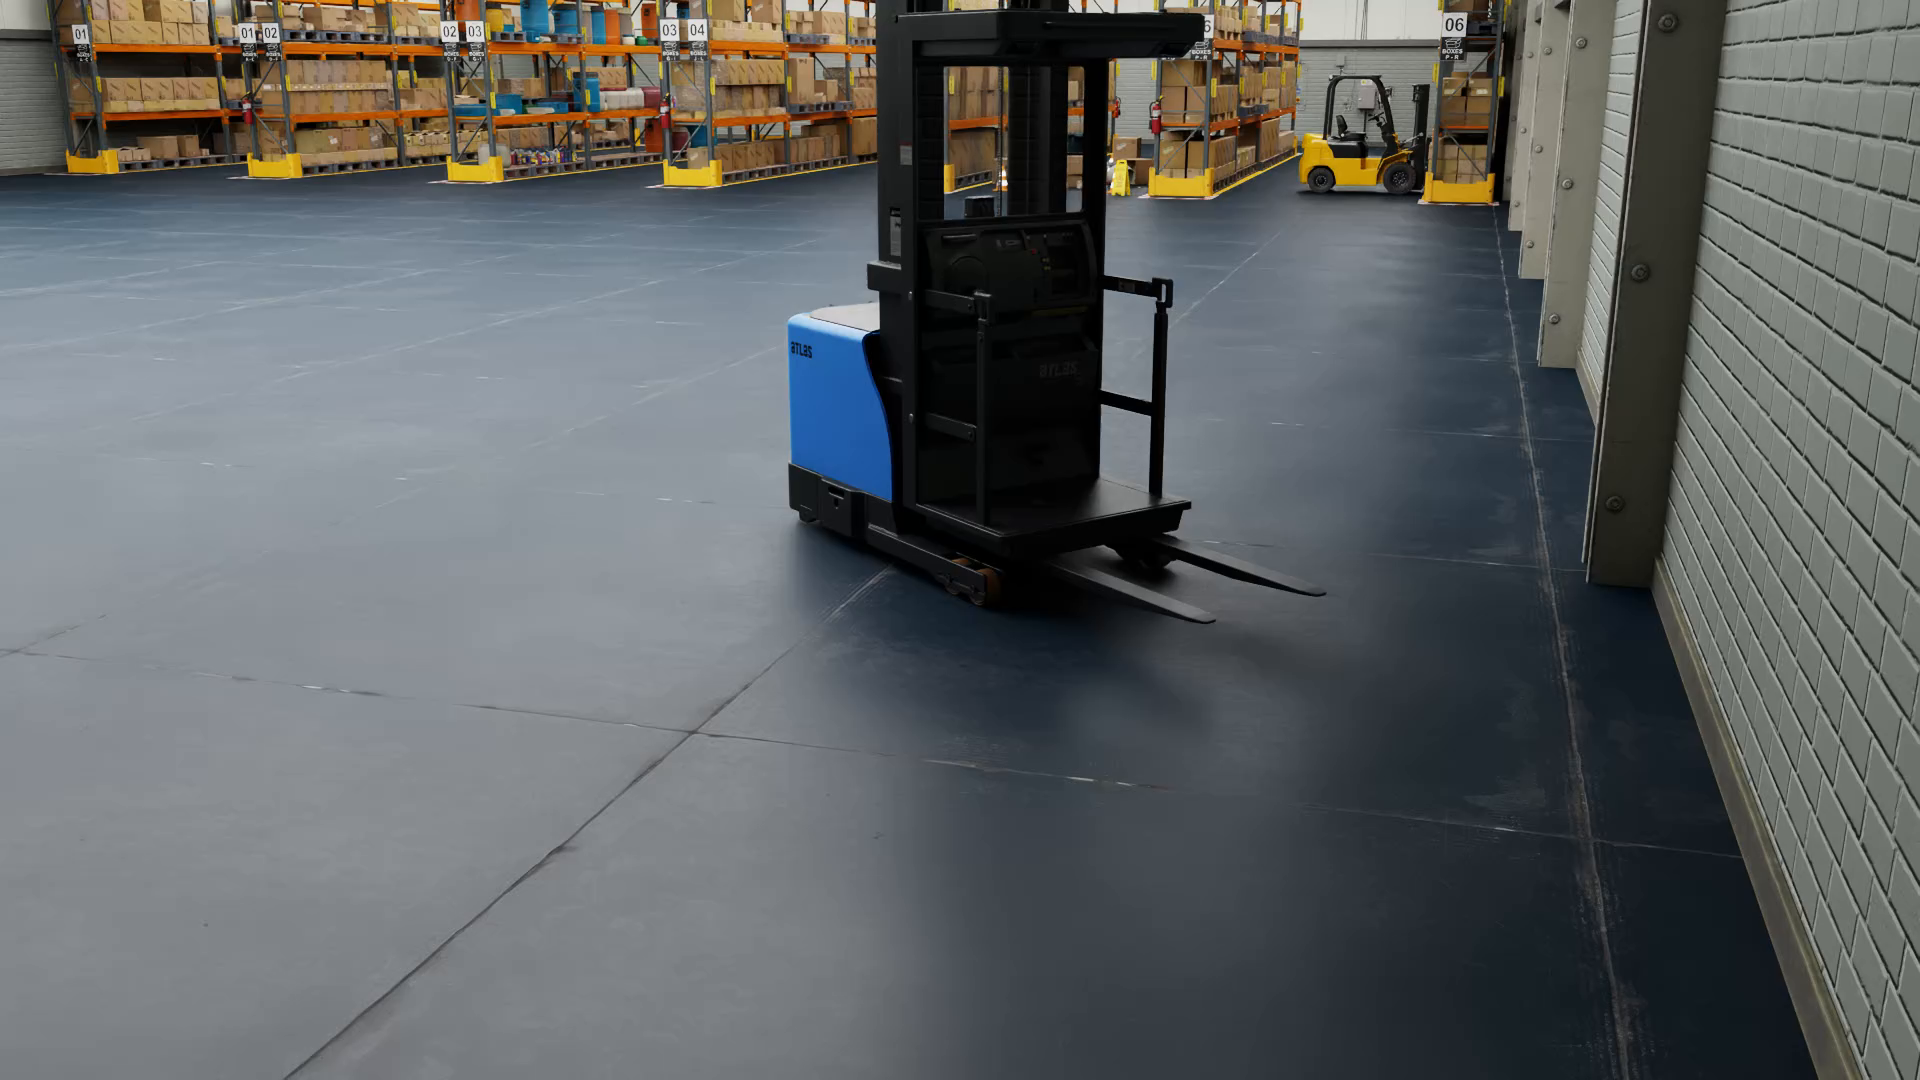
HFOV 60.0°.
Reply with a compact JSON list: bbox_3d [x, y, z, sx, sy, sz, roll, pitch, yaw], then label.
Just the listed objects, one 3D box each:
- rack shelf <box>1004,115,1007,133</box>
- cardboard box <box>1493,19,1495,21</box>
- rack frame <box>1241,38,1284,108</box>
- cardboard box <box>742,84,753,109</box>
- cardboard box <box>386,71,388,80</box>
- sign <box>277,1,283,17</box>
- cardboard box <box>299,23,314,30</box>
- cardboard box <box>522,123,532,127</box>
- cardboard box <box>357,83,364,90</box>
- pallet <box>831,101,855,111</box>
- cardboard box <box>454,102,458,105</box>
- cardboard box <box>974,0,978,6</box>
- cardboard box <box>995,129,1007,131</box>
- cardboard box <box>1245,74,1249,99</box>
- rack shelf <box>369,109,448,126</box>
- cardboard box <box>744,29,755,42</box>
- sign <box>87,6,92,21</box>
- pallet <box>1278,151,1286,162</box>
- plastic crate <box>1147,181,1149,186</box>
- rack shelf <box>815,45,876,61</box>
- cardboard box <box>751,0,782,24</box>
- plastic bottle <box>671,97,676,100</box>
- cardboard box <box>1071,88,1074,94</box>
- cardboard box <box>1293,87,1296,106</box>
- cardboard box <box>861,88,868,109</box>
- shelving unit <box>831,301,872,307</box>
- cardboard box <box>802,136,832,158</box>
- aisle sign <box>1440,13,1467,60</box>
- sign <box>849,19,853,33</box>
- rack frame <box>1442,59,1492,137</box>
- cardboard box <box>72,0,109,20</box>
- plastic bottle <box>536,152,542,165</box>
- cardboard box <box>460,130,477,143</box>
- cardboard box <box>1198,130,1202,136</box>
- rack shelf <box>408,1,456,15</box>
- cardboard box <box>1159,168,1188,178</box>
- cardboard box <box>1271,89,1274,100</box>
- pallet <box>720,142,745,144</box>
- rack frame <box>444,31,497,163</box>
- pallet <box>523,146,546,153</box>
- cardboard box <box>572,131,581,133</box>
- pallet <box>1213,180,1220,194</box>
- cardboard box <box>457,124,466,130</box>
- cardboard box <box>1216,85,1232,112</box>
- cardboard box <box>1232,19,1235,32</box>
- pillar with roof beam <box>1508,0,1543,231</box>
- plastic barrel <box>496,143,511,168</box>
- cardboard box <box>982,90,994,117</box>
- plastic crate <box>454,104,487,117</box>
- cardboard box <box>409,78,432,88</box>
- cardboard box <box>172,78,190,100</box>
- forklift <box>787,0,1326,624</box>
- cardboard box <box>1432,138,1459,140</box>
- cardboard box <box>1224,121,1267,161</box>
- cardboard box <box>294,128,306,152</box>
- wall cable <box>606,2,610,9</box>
[{"bbox_3d":[1.012,-9.418,37.355,1.077,0.370,4.000,5,16,16],"label":"rack shelf"},{"bbox_3d":[11.155,-10.958,35.290,0.500,0.250,0.500,5,16,16],"label":"cardboard box"},{"bbox_3d":[7.492,-10.976,41.531,1.000,3.000,0.127,5,16,16],"label":"rack frame"},{"bbox_3d":[-4.873,-9.336,35.019,0.875,0.500,0.500,5,16,16],"label":"cardboard box"},{"bbox_3d":[-16.444,-13.050,46.704,0.500,0.250,0.500,5,17,17],"label":"cardboard box"},{"bbox_3d":[-14.386,-11.232,35.187,0.100,0.325,0.005,5,16,16],"label":"sign"},{"bbox_3d":[-14.413,-11.260,36.469,0.380,0.149,0.250,5,16,16],"label":"cardboard box"},{"bbox_3d":[-12.161,-11.515,45.829,0.500,0.250,0.500,5,16,16],"label":"cardboard box"},{"bbox_3d":[-13.942,-10.427,38.223,0.380,0.149,0.250,5,16,16],"label":"cardboard box"},{"bbox_3d":[-3.246,-10.411,39.891,1.213,0.211,1.003,5,16,16],"label":"pallet"},{"bbox_3d":[-12.951,-11.009,42.105,0.380,0.149,0.250,6,17,20],"label":"cardboard box"},{"bbox_3d":[0.142,-10.612,32.797,0.380,0.149,0.250,5,17,17],"label":"cardboard box"},{"bbox_3d":[0.812,-8.782,37.148,1.050,0.750,0.750,5,16,16],"label":"cardboard box"},{"bbox_3d":[5.769,-9.508,34.857,0.500,0.500,0.500,5,16,16],"label":"cardboard box"},{"bbox_3d":[-13.211,-10.598,41.516,1.077,0.370,4.000,5,16,16],"label":"rack shelf"},{"bbox_3d":[-4.607,-10.484,34.571,0.500,0.250,0.500,5,17,18],"label":"cardboard box"},{"bbox_3d":[-19.147,-11.579,36.558,0.100,0.325,0.005,5,16,16],"label":"sign"},{"bbox_3d":[7.783,-9.828,42.591,1.003,0.211,1.213,5,16,16],"label":"pallet"},{"bbox_3d":[3.986,-7.132,33.326,0.402,0.080,0.583,-1,16,-3],"label":"plastic crate"},{"bbox_3d":[-2.578,-12.319,42.084,1.077,0.370,4.000,5,16,16],"label":"rack shelf"},{"bbox_3d":[-4.166,-11.389,35.845,0.500,0.500,0.500,4,16,14],"label":"cardboard box"},{"bbox_3d":[-7.330,-11.232,42.659,0.152,0.276,0.135,5,16,16],"label":"plastic bottle"},{"bbox_3d":[2.647,-11.305,41.835,0.380,0.149,0.250,5,17,18],"label":"cardboard box"},{"bbox_3d":[8.745,-11.924,44.690,0.500,0.500,0.500,5,17,16],"label":"cardboard box"},{"bbox_3d":[-2.603,-10.988,41.387,0.500,0.500,0.500,4,16,14],"label":"cardboard box"},{"bbox_3d":[-0.515,-0.762,9.066,0.252,1.050,0.215,-11,15,-33],"label":"shelving unit"},{"bbox_3d":[-3.463,-9.385,39.693,0.700,0.500,0.500,3,16,11],"label":"cardboard box"},{"bbox_3d":[8.542,-8.709,28.774,0.394,0.787,0.004,5,16,16],"label":"aisle sign"},{"bbox_3d":[-2.626,-12.348,39.921,0.100,0.325,0.005,5,16,16],"label":"sign"},{"bbox_3d":[11.115,-9.546,36.488,1.000,3.000,0.127,5,16,16],"label":"rack frame"},{"bbox_3d":[-19.325,-11.822,36.961,0.500,0.500,0.500,3,16,12],"label":"cardboard box"},{"bbox_3d":[-9.272,-8.402,36.627,0.061,0.283,0.133,5,17,17],"label":"plastic bottle"},{"bbox_3d":[-12.697,-10.324,42.472,0.500,0.311,0.500,4,16,15],"label":"cardboard box"},{"bbox_3d":[4.699,-8.274,33.710,0.380,0.149,0.250,5,17,17],"label":"cardboard box"},{"bbox_3d":[-15.688,-15.768,49.482,1.077,0.370,4.000,5,16,16],"label":"rack shelf"},{"bbox_3d":[4.060,-6.955,31.622,0.500,0.250,0.500,5,16,16],"label":"cardboard box"},{"bbox_3d":[7.194,-10.608,39.591,0.500,0.250,0.500,5,17,17],"label":"cardboard box"},{"bbox_3d":[-6.242,-11.303,47.793,1.003,0.211,1.213,5,16,16],"label":"pallet"},{"bbox_3d":[-10.168,-8.990,34.526,1.000,3.000,0.127,5,16,16],"label":"rack frame"},{"bbox_3d":[-12.046,-10.637,45.443,1.003,0.211,1.213,5,16,16],"label":"pallet"},{"bbox_3d":[-11.403,-11.799,48.554,0.500,0.311,0.500,5,16,16],"label":"cardboard box"},{"bbox_3d":[4.368,-6.725,31.653,1.003,0.211,1.213,5,16,16],"label":"pallet"},{"bbox_3d":[-15.507,-12.490,50.678,0.700,0.500,0.500,4,16,14],"label":"cardboard box"},{"bbox_3d":[5.048,-8.668,32.663,0.500,0.500,0.500,5,17,17],"label":"cardboard box"},{"bbox_3d":[5.050,-9.997,32.309,0.500,0.250,0.500,4,16,15],"label":"cardboard box"},{"bbox_3d":[4.071,-9.216,24.329,9.100,9.000,0.400,5,16,16],"label":"pillar with roof beam"},{"bbox_3d":[-9.912,-8.304,35.898,0.421,0.512,0.421,0,16,0],"label":"plastic barrel"},{"bbox_3d":[0.216,-9.070,34.534,0.875,0.550,0.550,5,16,16],"label":"cardboard box"},{"bbox_3d":[-10.313,-9.072,35.090,0.499,0.251,0.616,5,16,16],"label":"plastic crate"},{"bbox_3d":[-16.087,-13.182,48.758,0.980,0.700,0.700,5,17,17],"label":"cardboard box"},{"bbox_3d":[-18.658,-10.693,39.395,0.500,0.500,0.500,4,16,14],"label":"cardboard box"},{"bbox_3d":[0.358,-1.269,7.430,1.130,2.935,3.031,-11,19,-33],"label":"forklift"},{"bbox_3d":[9.385,-7.625,32.150,0.500,0.250,0.500,5,16,16],"label":"cardboard box"},{"bbox_3d":[6.631,-9.284,38.688,0.875,0.875,0.875,4,16,15],"label":"cardboard box"},{"bbox_3d":[-14.779,-9.041,37.602,0.500,0.500,0.500,5,16,16],"label":"cardboard box"},{"bbox_3d":[-10.576,-19.008,55.288,3.097,2.526,0.112,5,16,16],"label":"wall cable"}]
